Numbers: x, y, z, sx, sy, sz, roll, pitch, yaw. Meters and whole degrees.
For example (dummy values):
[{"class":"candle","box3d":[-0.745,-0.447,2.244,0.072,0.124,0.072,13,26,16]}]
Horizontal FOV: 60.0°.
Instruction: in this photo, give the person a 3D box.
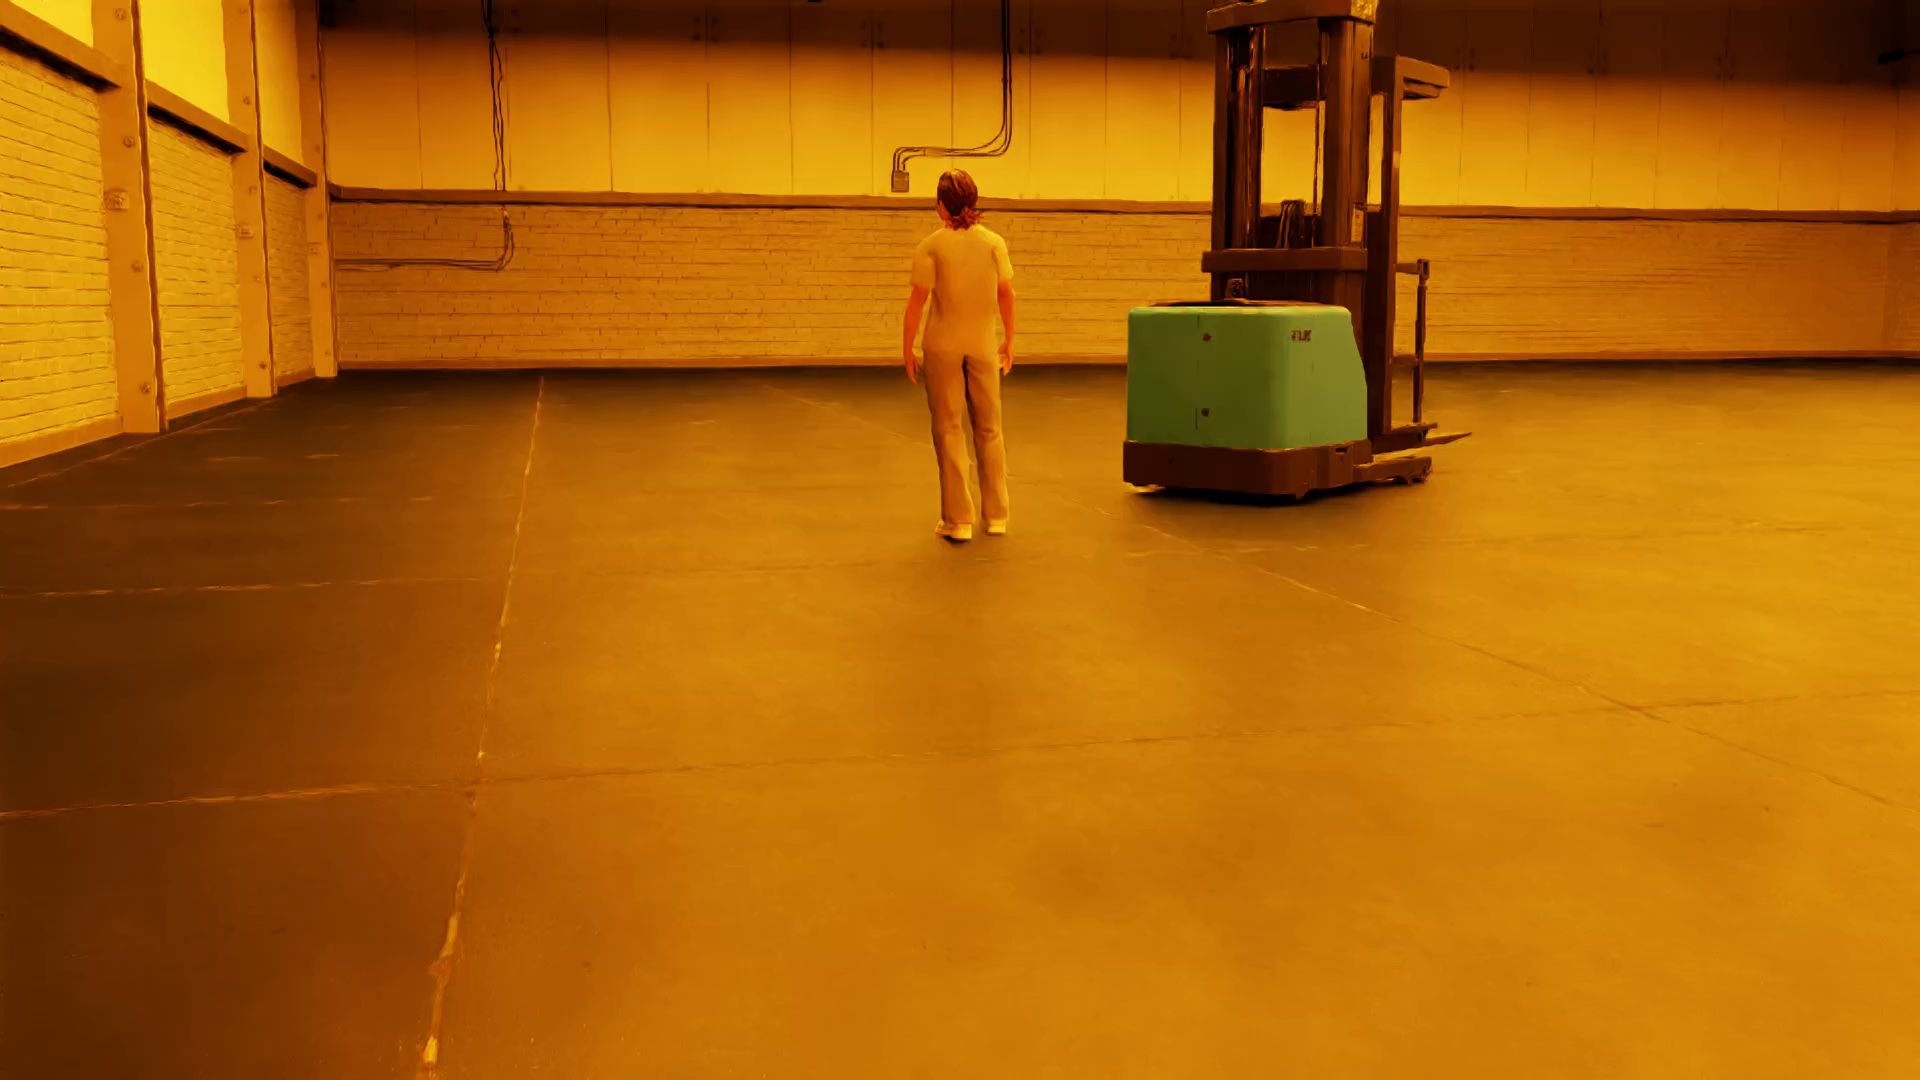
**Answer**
[{"class":"person","box3d":[-0.007,-0.843,7.676,0.550,1.663,0.525,-2,8,-13]}]

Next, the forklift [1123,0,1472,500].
[{"class":"forklift","box3d":[2.266,-1.829,10.199,1.130,2.935,3.031,7,10,39]}]
